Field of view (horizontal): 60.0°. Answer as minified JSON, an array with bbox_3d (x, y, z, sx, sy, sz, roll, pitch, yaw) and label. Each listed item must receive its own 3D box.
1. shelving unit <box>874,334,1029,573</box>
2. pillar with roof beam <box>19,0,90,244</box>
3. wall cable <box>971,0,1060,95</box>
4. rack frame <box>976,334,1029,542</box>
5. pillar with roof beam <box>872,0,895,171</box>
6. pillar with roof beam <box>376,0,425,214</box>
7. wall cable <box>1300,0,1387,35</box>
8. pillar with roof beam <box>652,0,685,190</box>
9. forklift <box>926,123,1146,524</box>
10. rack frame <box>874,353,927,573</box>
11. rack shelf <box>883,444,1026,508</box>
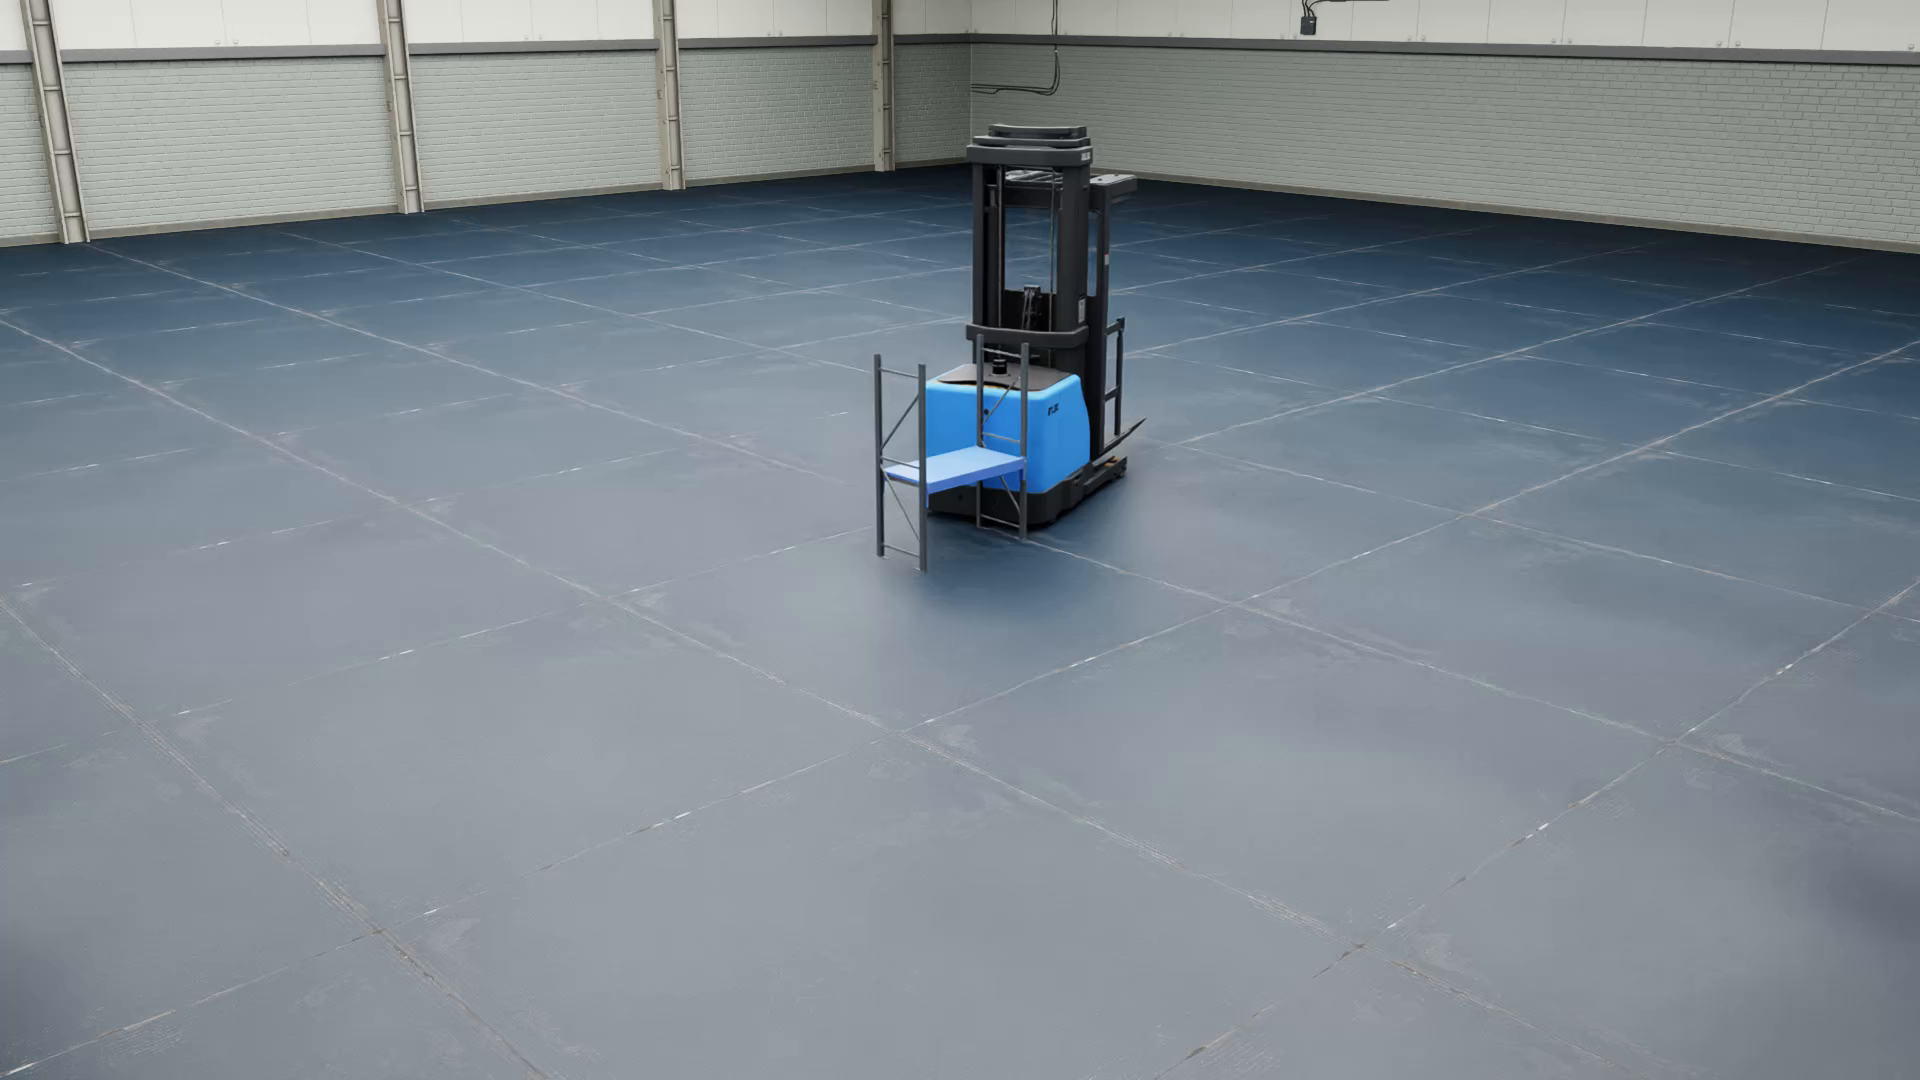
[{"bbox_3d":[-0.054,-0.647,12.048,1.048,1.500,0.538,-17,24,-42],"label":"shelving unit"},{"bbox_3d":[-11.921,-8.331,23.590,0.400,9.000,9.100,-16,24,-41],"label":"pillar with roof beam"},{"bbox_3d":[1.249,-11.961,39.820,0.112,2.526,3.097,-16,24,-41],"label":"wall cable"},{"bbox_3d":[0.310,-0.756,12.386,0.032,1.500,0.500,-17,24,-42],"label":"rack frame"},{"bbox_3d":[1.158,-12.145,35.354,0.400,9.000,9.100,-16,24,-41],"label":"pillar with roof beam"},{"bbox_3d":[-7.561,-9.603,27.511,0.400,9.000,9.100,-16,24,-41],"label":"pillar with roof beam"},{"bbox_3d":[7.760,-12.925,32.244,0.169,6.003,2.305,-16,24,-41],"label":"wall cable"},{"bbox_3d":[-3.202,-10.874,31.433,0.400,9.000,9.100,-16,24,-41],"label":"pillar with roof beam"},{"bbox_3d":[0.771,-1.929,13.682,1.130,2.935,3.031,8,20,23],"label":"forklift"},{"bbox_3d":[-0.418,-0.538,11.711,0.032,1.500,0.500,-17,24,-42],"label":"rack frame"},{"bbox_3d":[-0.054,-0.476,12.104,1.000,0.185,0.538,-17,24,-42],"label":"rack shelf"}]
